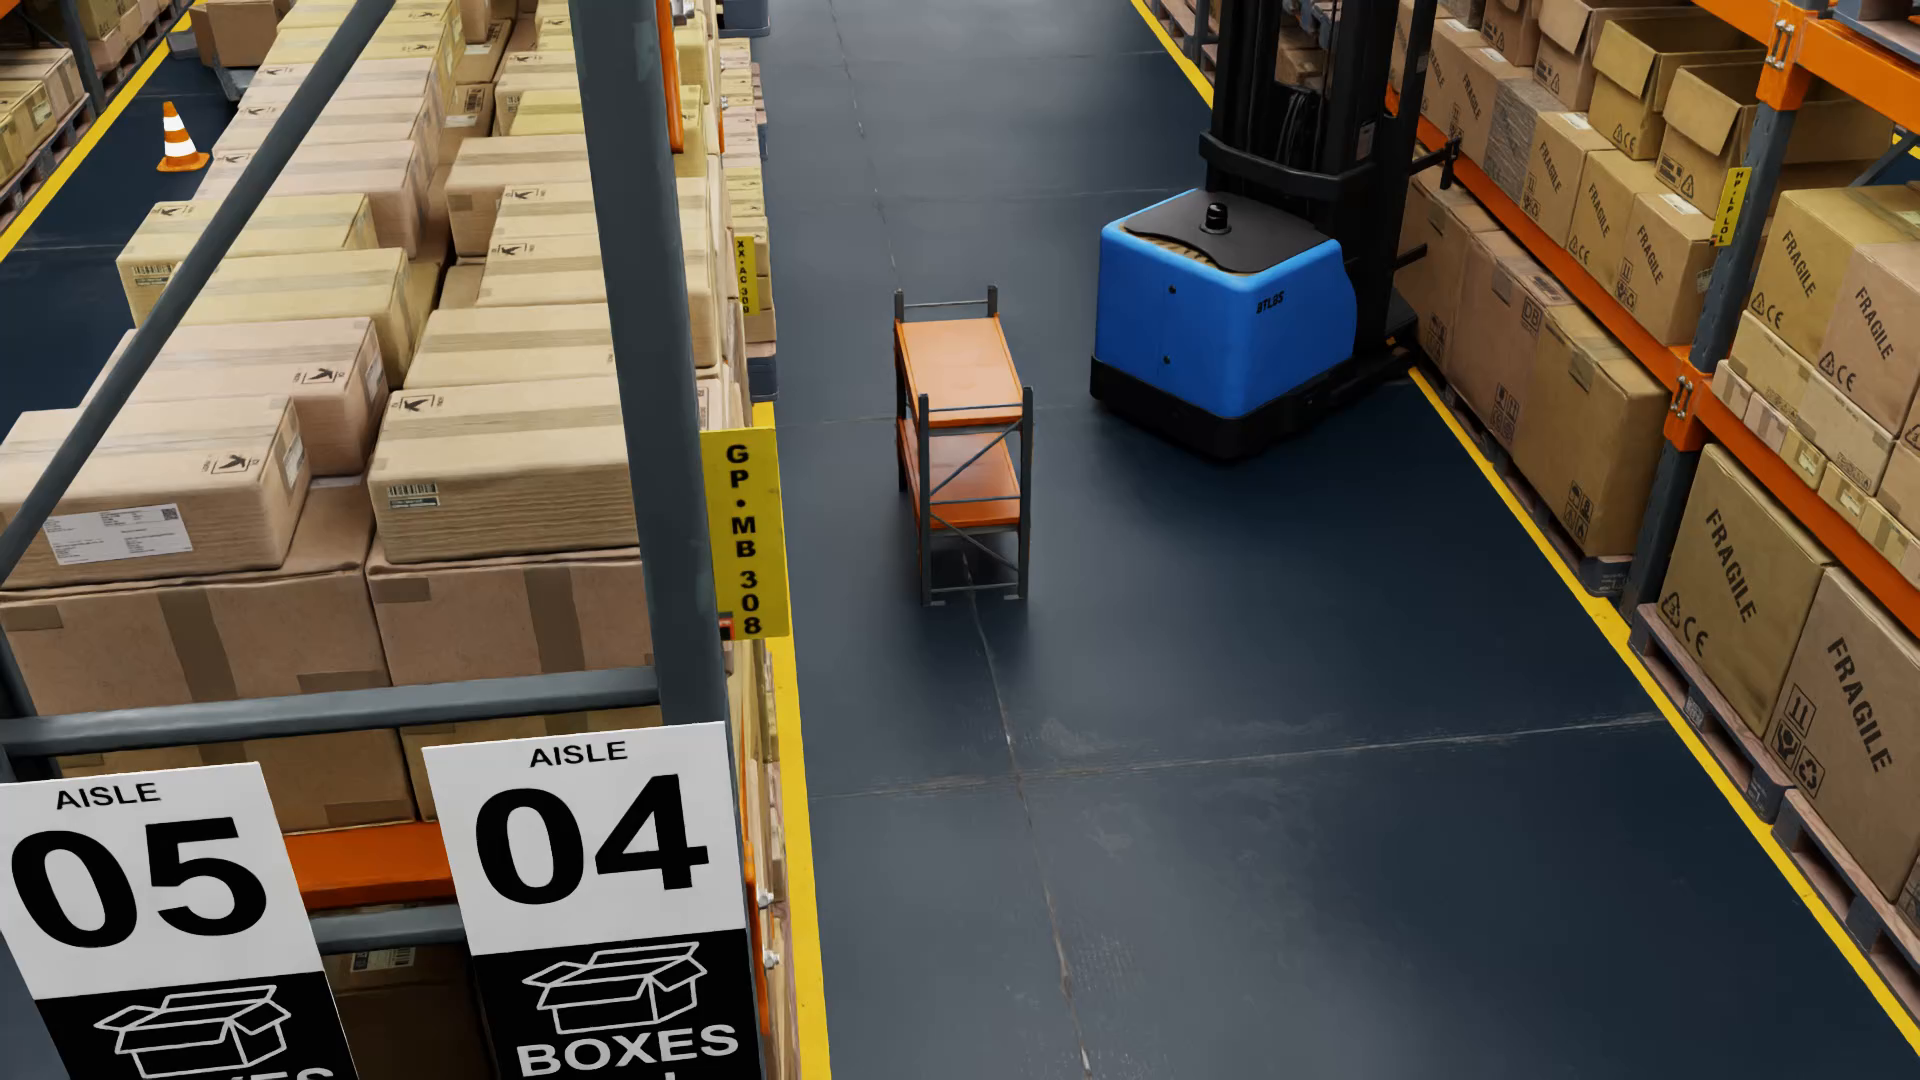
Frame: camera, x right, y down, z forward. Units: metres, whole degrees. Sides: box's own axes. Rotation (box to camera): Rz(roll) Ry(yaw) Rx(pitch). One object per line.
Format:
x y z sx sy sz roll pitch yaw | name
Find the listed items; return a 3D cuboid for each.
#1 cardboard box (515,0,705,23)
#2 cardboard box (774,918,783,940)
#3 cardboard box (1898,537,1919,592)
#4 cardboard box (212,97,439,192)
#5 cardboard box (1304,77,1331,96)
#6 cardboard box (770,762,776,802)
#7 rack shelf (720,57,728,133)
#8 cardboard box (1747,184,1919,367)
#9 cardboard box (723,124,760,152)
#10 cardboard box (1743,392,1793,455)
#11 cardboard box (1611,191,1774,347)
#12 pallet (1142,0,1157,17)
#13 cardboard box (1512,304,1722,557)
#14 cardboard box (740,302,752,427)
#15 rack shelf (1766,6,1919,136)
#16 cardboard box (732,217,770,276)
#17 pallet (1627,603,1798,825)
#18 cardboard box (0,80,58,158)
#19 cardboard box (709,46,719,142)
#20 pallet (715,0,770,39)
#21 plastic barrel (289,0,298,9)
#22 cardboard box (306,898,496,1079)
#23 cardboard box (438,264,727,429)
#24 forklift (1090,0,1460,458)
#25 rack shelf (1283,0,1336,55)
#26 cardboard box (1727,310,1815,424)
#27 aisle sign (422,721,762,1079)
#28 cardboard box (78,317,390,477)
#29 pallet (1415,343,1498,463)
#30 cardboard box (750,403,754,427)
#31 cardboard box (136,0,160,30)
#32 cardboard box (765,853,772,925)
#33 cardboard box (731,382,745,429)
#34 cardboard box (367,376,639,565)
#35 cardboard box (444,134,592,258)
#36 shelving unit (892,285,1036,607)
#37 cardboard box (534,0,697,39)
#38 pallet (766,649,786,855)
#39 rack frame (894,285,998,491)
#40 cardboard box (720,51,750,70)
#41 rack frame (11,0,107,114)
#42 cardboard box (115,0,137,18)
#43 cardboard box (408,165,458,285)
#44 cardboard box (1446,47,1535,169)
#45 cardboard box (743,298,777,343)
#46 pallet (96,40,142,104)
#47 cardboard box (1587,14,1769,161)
-0.982 -1.447 4.735 0.500 0.250 0.500 -6 35 -8 | cardboard box
-0.747 1.347 5.240 0.380 0.149 0.250 -4 34 -6 | cardboard box
3.459 0.106 5.655 0.380 0.149 0.250 -4 34 -6 | cardboard box
-1.294 -0.790 3.417 0.380 0.149 0.250 -4 34 -5 | cardboard box
2.838 -2.974 11.779 0.700 0.500 0.500 -7 35 -10 | cardboard box
-0.913 0.899 6.426 0.380 0.149 0.250 -5 35 -8 | cardboard box
-1.624 -2.651 7.451 1.077 0.370 4.000 -4 35 -6 | rack shelf
3.385 -0.996 6.251 0.500 0.500 0.500 -4 35 -6 | cardboard box
-1.094 -1.743 7.466 0.380 0.149 0.250 -5 35 -7 | cardboard box
3.319 -0.471 6.501 0.380 0.149 0.250 -5 35 -8 | cardboard box
3.240 -1.193 7.249 0.500 0.500 0.500 -4 35 -6 | cardboard box
2.205 -5.278 15.808 1.003 0.211 1.213 -4 35 -6 | pallet
3.468 -0.563 7.926 1.225 0.875 0.875 -4 35 -6 | cardboard box
-1.010 -0.508 5.979 0.500 0.500 0.500 -4 35 -6 | cardboard box
3.843 -0.738 4.644 1.077 0.370 4.000 -4 35 -6 | rack shelf
-0.952 -1.163 6.614 0.380 0.149 0.250 -3 34 -4 | cardboard box
3.598 0.671 7.078 1.003 0.211 1.213 -4 35 -6 | pallet
-7.149 -3.020 11.978 0.950 0.372 0.625 -2 34 -3 | cardboard box
-0.966 -1.237 4.871 0.500 0.250 0.500 -4 35 -7 | cardboard box
-1.332 -2.107 6.181 1.213 0.211 1.003 -4 35 -6 | pallet
-6.082 -4.755 14.852 0.512 0.421 0.421 20 39 26 | plastic barrel
-1.125 0.826 3.134 0.500 0.500 0.500 -5 35 -7 | cardboard box
-0.690 -0.300 3.053 0.500 0.250 0.500 -5 35 -7 | cardboard box
2.144 -2.356 9.104 3.031 2.935 1.130 -28 43 -35 | forklift
2.767 -3.963 12.040 1.077 0.370 4.000 -4 35 -6 | rack shelf
3.377 -0.691 6.469 0.500 0.250 0.500 -5 35 -7 | cardboard box
-0.510 0.583 2.422 0.394 0.787 0.004 -4 35 -6 | aisle sign
-1.110 -0.216 2.575 0.380 0.149 0.250 -4 34 -6 | cardboard box
3.228 -0.867 9.334 1.003 0.211 1.213 -4 35 -6 | pallet
-1.264 -0.461 8.109 0.500 0.500 0.500 -3 34 -4 | cardboard box
-7.291 -4.605 14.413 0.500 0.250 0.500 -5 35 -7 | cardboard box
-0.701 0.907 3.902 0.500 0.500 0.500 -4 35 -6 | cardboard box
-0.808 -0.065 4.442 0.500 0.500 0.500 -5 35 -8 | cardboard box
-0.635 -0.107 2.415 0.380 0.149 0.250 -5 35 -7 | cardboard box
-0.787 -0.679 3.255 0.380 0.149 0.250 -3 34 -5 | cardboard box
0.001 -0.461 7.928 0.538 1.125 1.048 -4 35 -6 | shelving unit
-0.842 -1.268 4.118 0.380 0.149 0.250 -5 35 -7 | cardboard box
-1.229 0.932 6.695 1.003 0.211 1.213 -4 35 -6 | pallet
-0.067 -0.745 8.344 0.500 1.125 0.032 -4 35 -6 | rack frame
-1.240 -2.331 8.329 0.380 0.149 0.250 -4 35 -6 | cardboard box
-7.322 -4.625 12.374 1.000 3.000 0.127 -4 35 -6 | rack frame
-7.218 -4.620 13.769 0.500 0.500 0.500 -3 34 -4 | cardboard box
-1.267 -0.554 3.424 0.500 0.250 0.500 -4 34 -6 | cardboard box
2.975 -2.320 8.902 0.500 0.500 0.500 -5 35 -7 | cardboard box
-0.952 -0.917 6.782 0.380 0.149 0.250 -6 35 -9 | cardboard box
-7.448 -3.845 13.705 1.003 0.211 1.213 -4 35 -6 | pallet
3.399 -2.107 7.699 0.797 0.503 0.637 -4 34 -6 | cardboard box
